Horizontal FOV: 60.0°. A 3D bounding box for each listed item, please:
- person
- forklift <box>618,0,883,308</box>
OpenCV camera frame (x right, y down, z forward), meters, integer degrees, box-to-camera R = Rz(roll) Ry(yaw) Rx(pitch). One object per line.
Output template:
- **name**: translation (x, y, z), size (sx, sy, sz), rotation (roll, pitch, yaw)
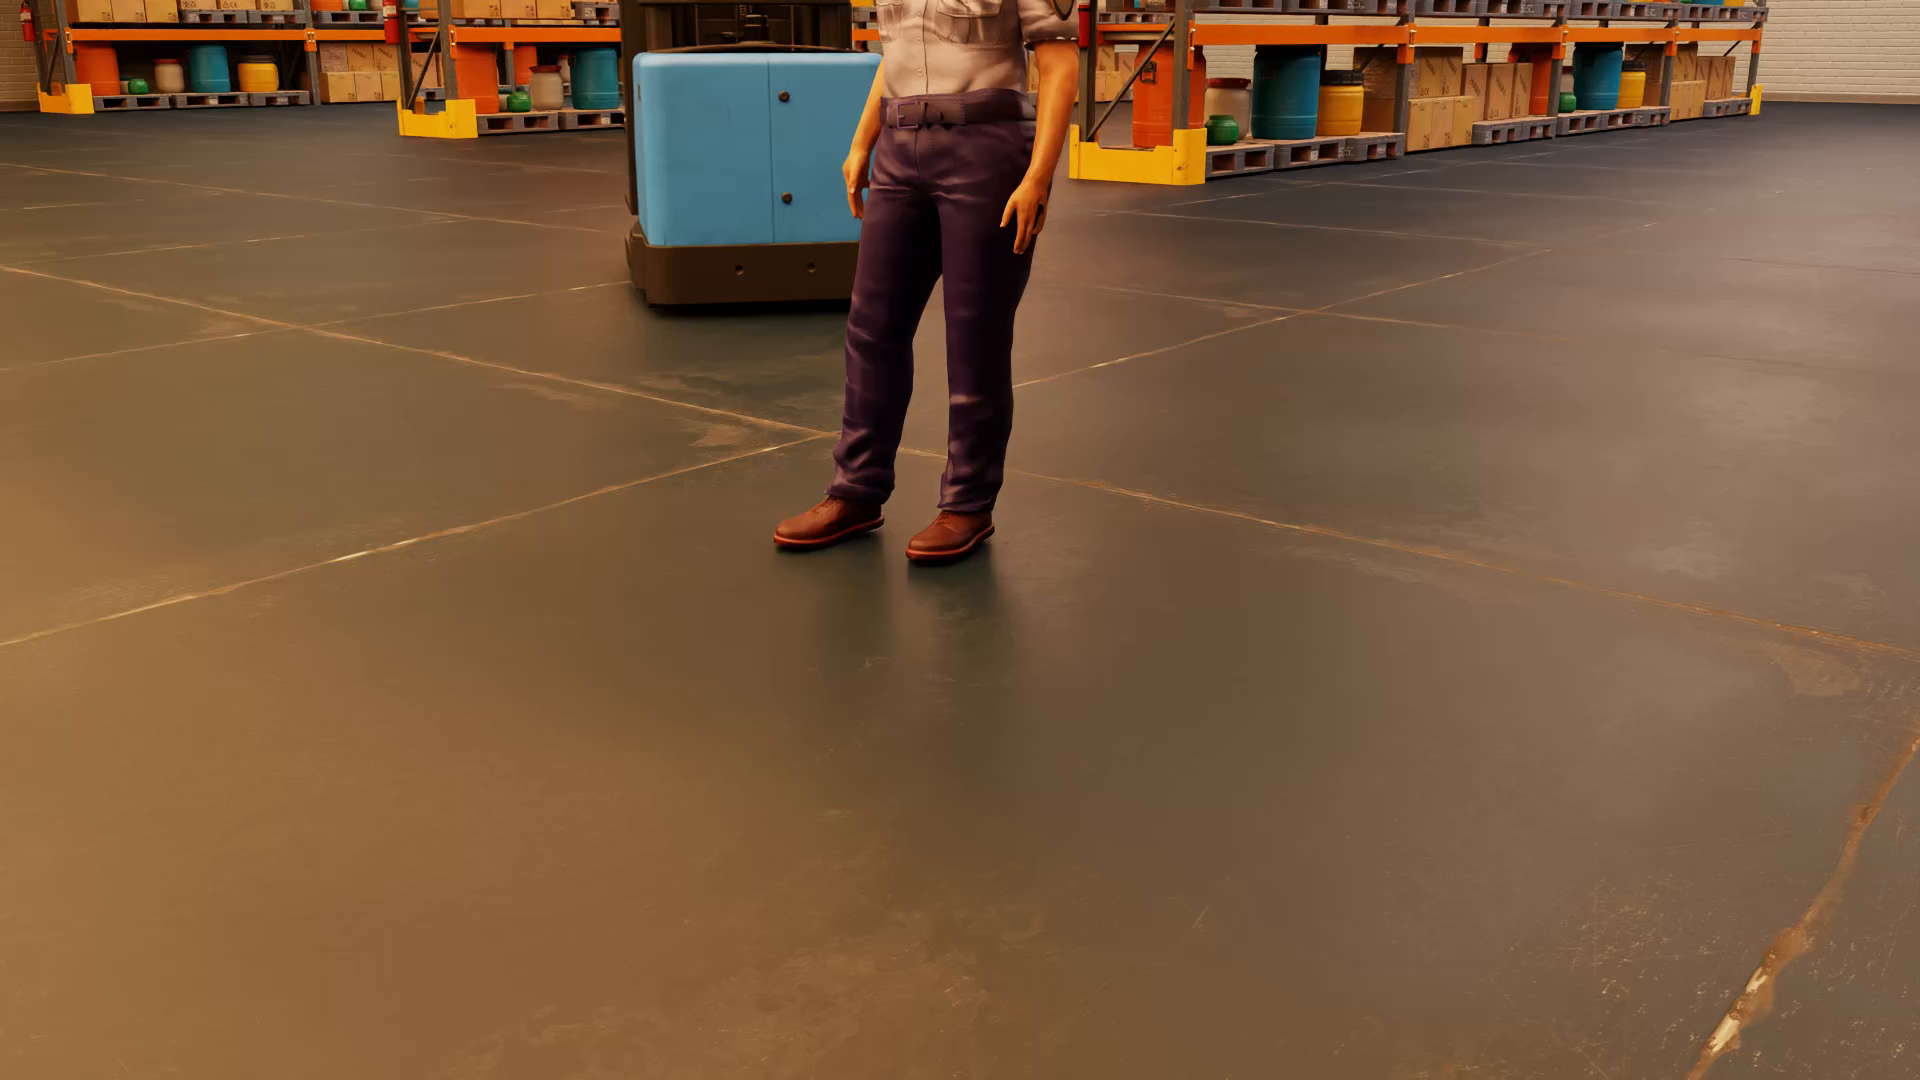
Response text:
- **person**: translation (-0.075, -0.779, 3.648), size (0.598, 1.651, 0.502), rotation (13, 21, 37)
- **forklift**: translation (-1.112, -2.769, 8.017), size (1.130, 2.935, 3.031), rotation (-4, 17, -12)
